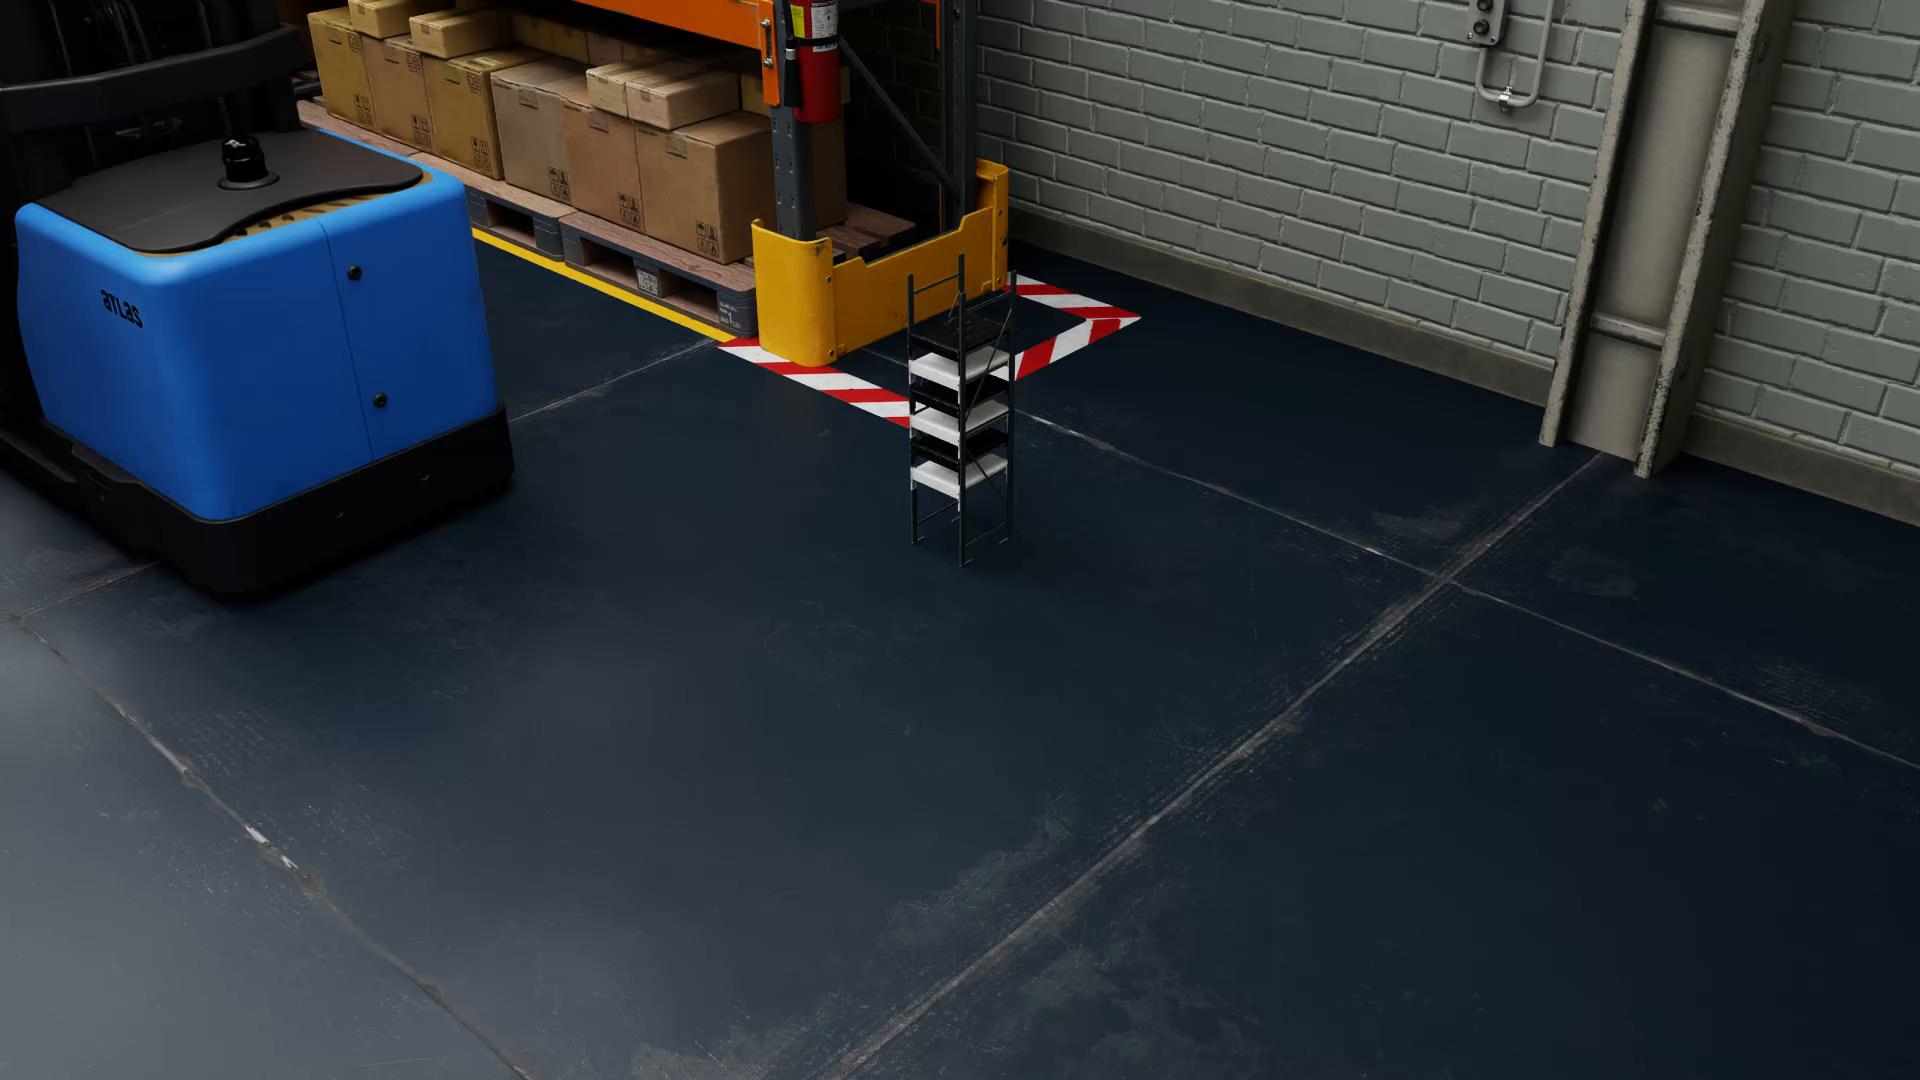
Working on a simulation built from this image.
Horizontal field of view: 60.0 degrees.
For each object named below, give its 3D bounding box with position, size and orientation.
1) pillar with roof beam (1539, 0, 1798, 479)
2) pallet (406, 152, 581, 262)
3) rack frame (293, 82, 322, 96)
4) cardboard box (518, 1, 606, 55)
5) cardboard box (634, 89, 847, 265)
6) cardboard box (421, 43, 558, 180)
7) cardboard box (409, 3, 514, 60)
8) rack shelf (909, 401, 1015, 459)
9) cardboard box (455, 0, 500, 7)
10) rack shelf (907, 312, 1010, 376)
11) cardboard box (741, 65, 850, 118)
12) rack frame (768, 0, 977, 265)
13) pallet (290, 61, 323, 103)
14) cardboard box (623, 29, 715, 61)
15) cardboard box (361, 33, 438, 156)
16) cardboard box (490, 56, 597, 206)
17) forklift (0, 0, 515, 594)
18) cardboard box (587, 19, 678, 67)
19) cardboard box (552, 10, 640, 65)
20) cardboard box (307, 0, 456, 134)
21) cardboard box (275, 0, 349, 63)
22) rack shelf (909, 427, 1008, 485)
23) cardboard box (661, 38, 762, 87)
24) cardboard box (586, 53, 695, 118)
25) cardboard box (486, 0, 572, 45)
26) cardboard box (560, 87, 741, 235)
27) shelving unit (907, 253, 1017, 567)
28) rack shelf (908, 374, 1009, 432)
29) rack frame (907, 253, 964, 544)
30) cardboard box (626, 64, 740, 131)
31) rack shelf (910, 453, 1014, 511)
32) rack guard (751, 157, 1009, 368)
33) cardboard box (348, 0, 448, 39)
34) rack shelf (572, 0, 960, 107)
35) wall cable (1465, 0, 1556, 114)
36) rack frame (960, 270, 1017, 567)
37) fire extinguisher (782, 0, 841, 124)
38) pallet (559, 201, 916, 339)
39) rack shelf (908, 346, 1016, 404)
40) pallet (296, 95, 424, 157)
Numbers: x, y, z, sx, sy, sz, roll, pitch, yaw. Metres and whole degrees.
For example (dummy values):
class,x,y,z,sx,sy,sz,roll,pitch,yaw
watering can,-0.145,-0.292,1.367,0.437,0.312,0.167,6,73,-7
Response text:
class,x,y,z,sx,sy,sz,roll,pitch,yaw
pillar with roof beam,-0.617,-2.541,0.746,0.400,9.000,9.100,25,39,35
pallet,-1.856,-1.695,7.861,1.213,0.211,1.003,25,39,35
rack frame,-3.276,-3.605,8.330,0.127,3.000,1.000,25,39,35
cardboard box,-1.798,-2.371,7.667,0.250,0.149,0.380,24,39,34
cardboard box,-0.896,-1.534,6.905,0.500,0.500,0.700,25,39,35
cardboard box,-2.041,-2.062,7.784,0.500,0.500,0.700,26,40,36
cardboard box,-2.272,-2.325,7.591,0.250,0.149,0.380,24,38,34
rack shelf,0.006,-0.354,5.030,0.200,0.077,0.258,25,39,35
cardboard box,-2.177,-2.547,7.961,0.250,0.149,0.380,24,38,34
rack shelf,0.006,-0.585,4.891,0.200,0.077,0.258,25,39,35
cardboard box,-0.670,-1.845,6.793,0.250,0.149,0.380,25,39,35
rack frame,-0.310,-2.220,6.030,0.127,3.000,1.000,25,39,35
pallet,-3.899,-2.648,9.445,1.213,0.211,1.003,25,39,35
cardboard box,-1.231,-2.106,7.228,0.250,0.149,0.380,25,39,35
cardboard box,-2.420,-2.241,8.080,0.500,0.500,0.700,25,39,35
cardboard box,-1.641,-1.880,7.482,0.500,0.500,0.700,24,38,34
forklift,-2.923,-1.726,5.275,3.031,2.935,1.130,24,38,34
cardboard box,-1.420,-2.194,7.374,0.250,0.149,0.380,26,39,36
cardboard box,-1.611,-2.283,7.521,0.250,0.149,0.380,25,39,36
cardboard box,-2.790,-2.416,8.371,0.500,0.500,0.700,26,39,36
cardboard box,-3.845,-3.039,9.067,0.750,0.750,0.750,26,39,36
rack shelf,0.006,-0.277,5.077,0.200,0.077,0.258,25,39,35
cardboard box,-1.046,-2.020,7.084,0.250,0.149,0.380,25,39,35
cardboard box,-1.304,-1.874,6.843,0.250,0.149,0.380,26,40,36
cardboard box,-1.990,-2.460,7.815,0.250,0.149,0.380,25,39,36
cardboard box,-1.268,-1.707,7.193,0.500,0.500,0.700,25,39,35
shelving unit,0.006,-0.383,5.013,0.210,0.900,0.258,25,39,35
rack shelf,0.006,-0.431,4.984,0.200,0.077,0.258,25,39,35
rack frame,-0.069,-0.418,5.072,0.006,0.900,0.240,25,39,35
cardboard box,-1.114,-1.786,6.696,0.250,0.149,0.380,25,39,35
rack shelf,0.006,-0.200,5.123,0.200,0.077,0.258,25,39,35
rack guard,-0.293,-1.141,6.661,0.348,0.500,1.175,25,39,35
cardboard box,-2.659,-2.505,7.891,0.250,0.149,0.380,27,40,37
rack shelf,-1.793,-2.604,7.365,4.000,0.370,1.077,25,39,35
wall cable,1.274,-2.574,5.633,1.851,1.984,0.084,25,39,35
rack frame,0.081,-0.348,4.955,0.006,0.900,0.240,25,39,35
fire extinguisher,-0.508,-1.799,5.766,0.183,0.674,0.296,25,39,35
pallet,-0.956,-1.273,7.159,1.213,0.211,1.003,25,39,35
rack shelf,0.006,-0.508,4.938,0.200,0.077,0.258,25,39,35
pallet,-2.765,-2.117,8.562,1.213,0.211,1.003,25,39,35
